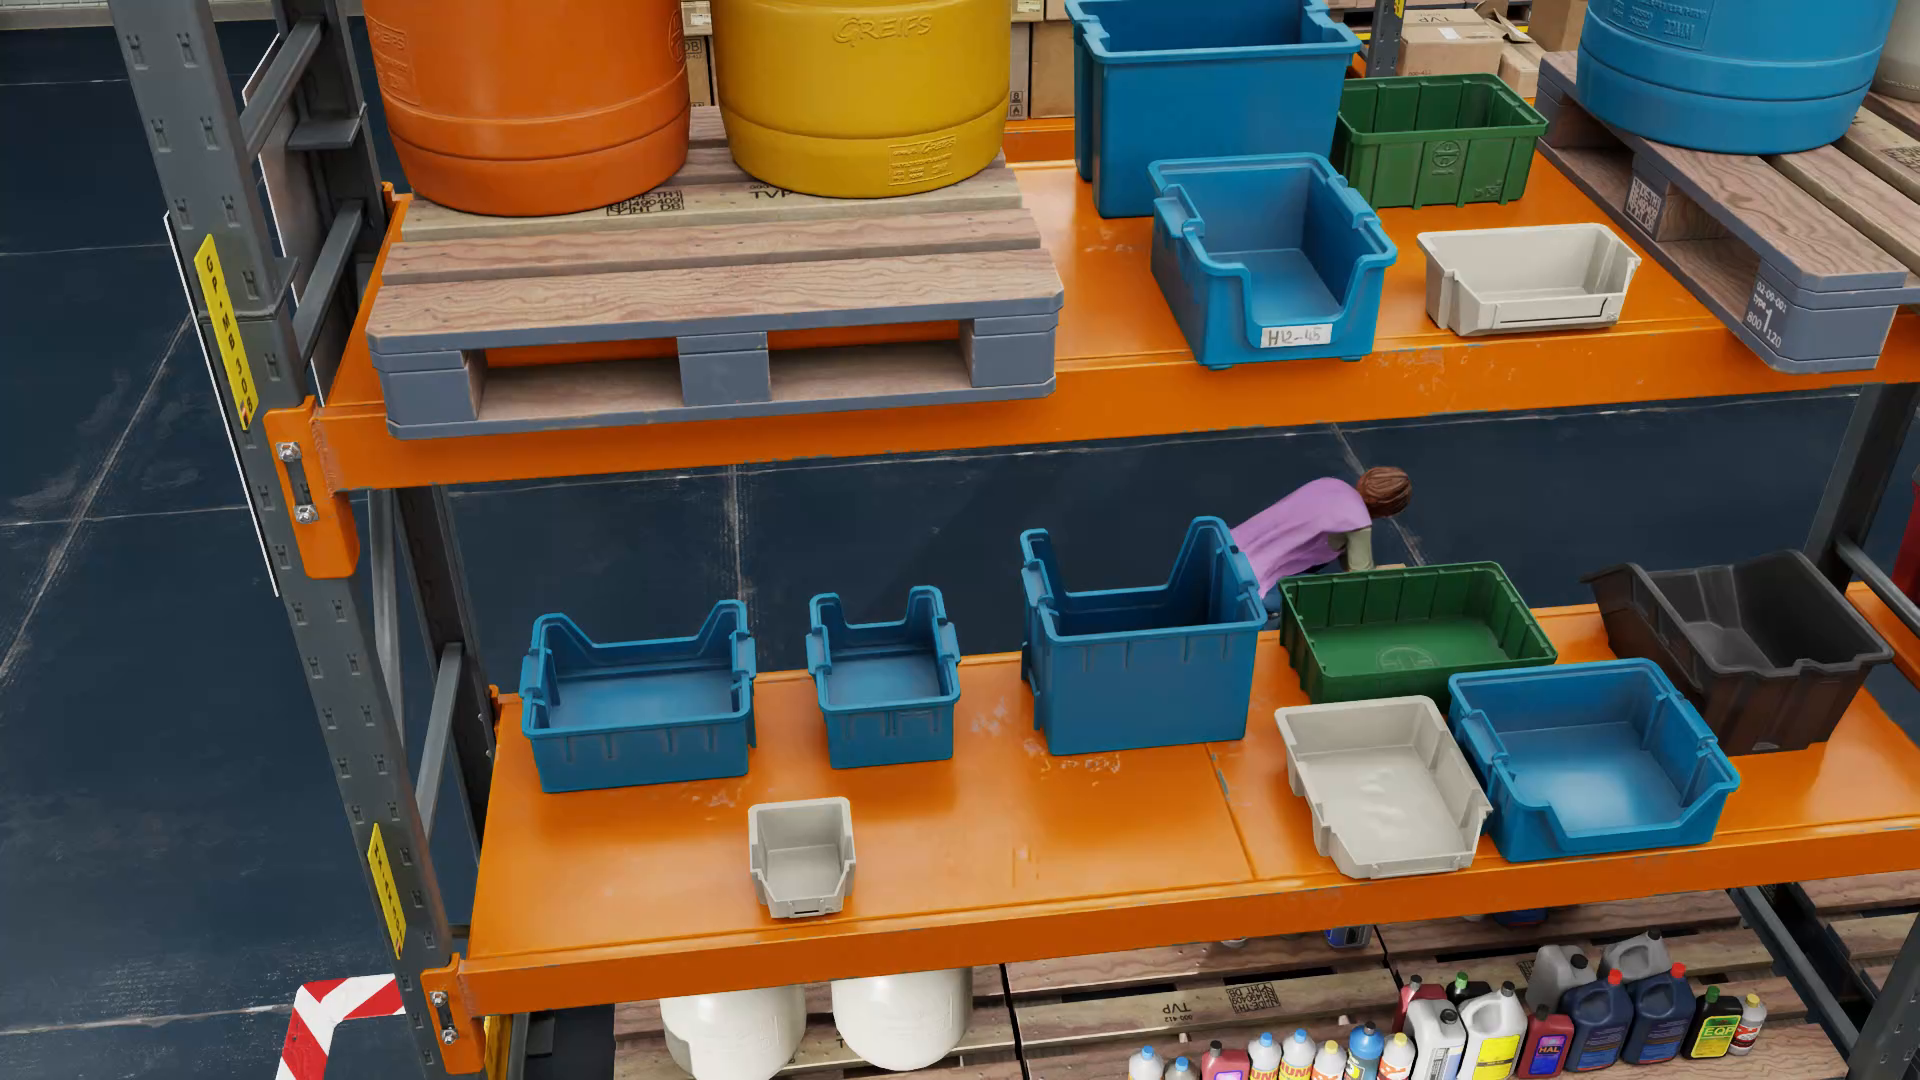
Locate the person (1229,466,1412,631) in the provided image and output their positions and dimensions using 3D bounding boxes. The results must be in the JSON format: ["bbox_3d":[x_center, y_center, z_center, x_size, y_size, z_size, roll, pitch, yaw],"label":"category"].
[{"bbox_3d":[1.413,0.092,6.734,0.803,0.782,0.437,-4,36,-6],"label":"person"}]
